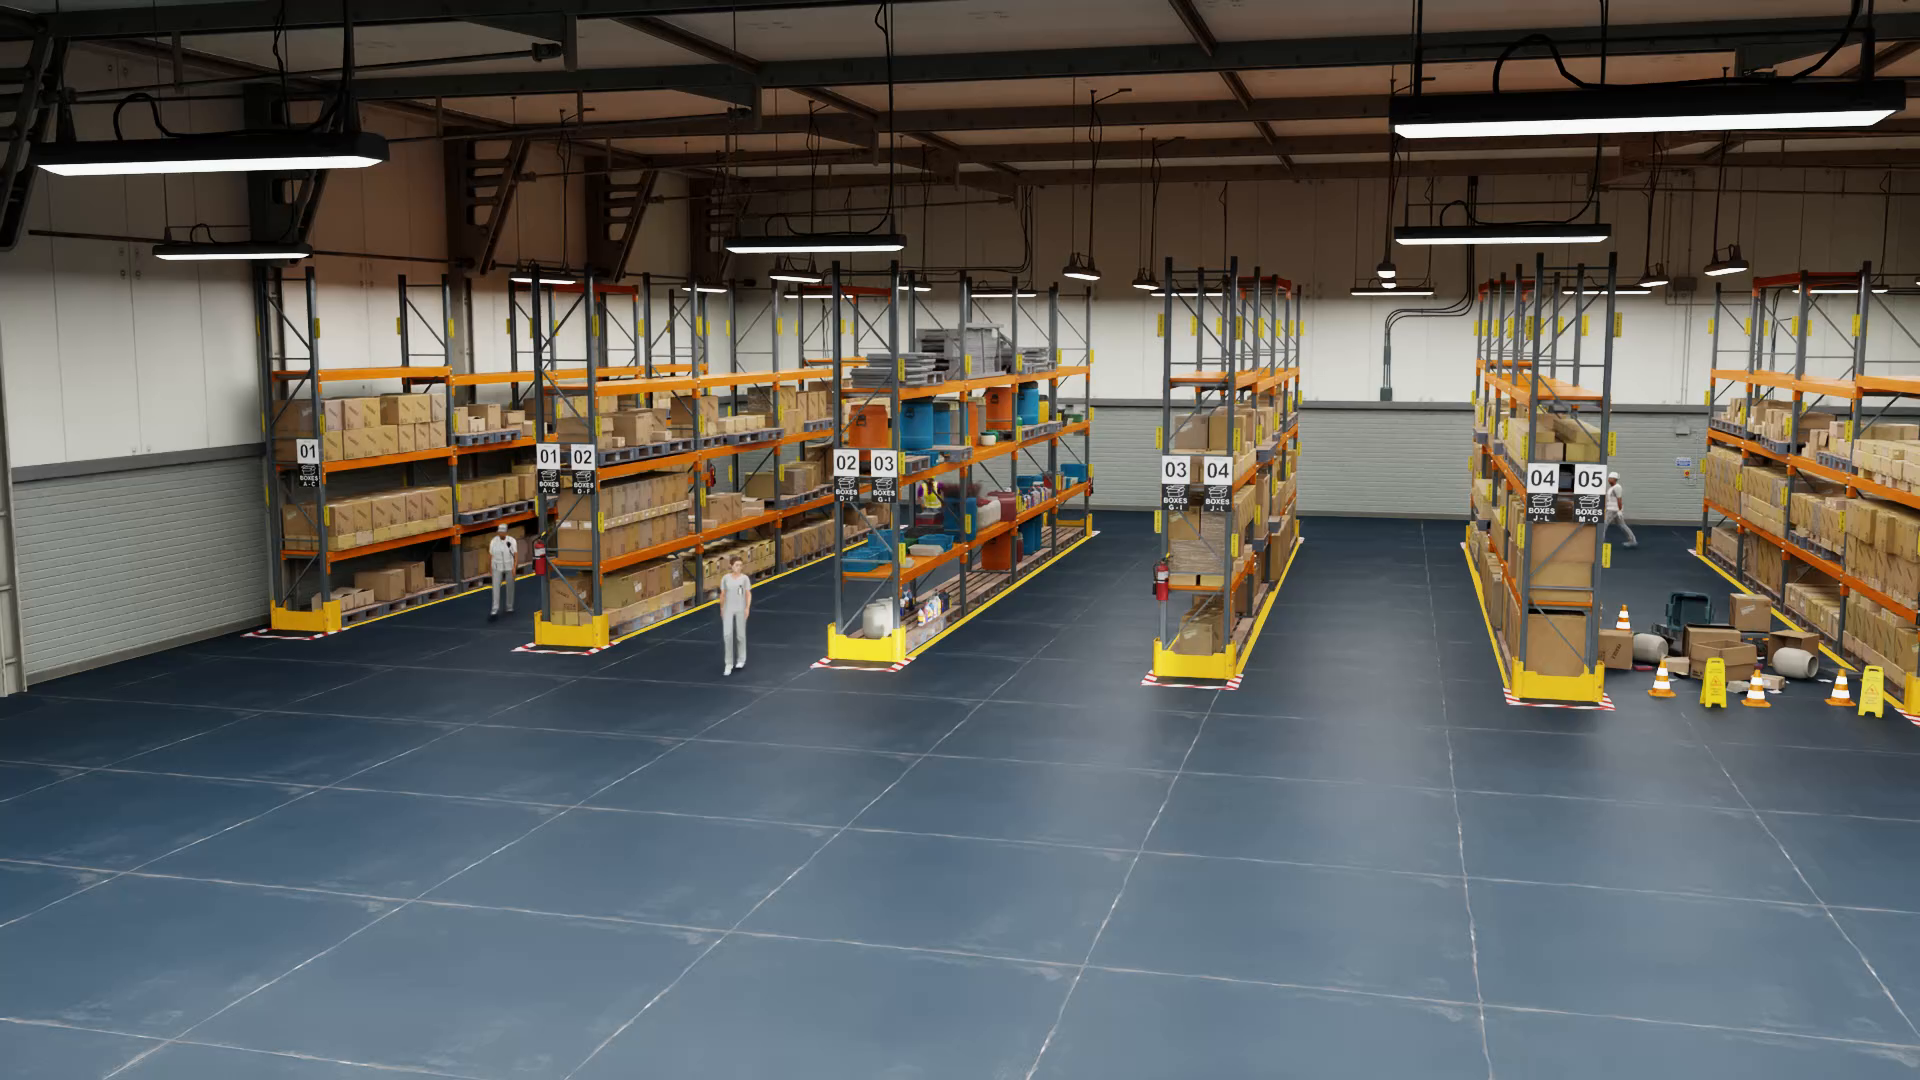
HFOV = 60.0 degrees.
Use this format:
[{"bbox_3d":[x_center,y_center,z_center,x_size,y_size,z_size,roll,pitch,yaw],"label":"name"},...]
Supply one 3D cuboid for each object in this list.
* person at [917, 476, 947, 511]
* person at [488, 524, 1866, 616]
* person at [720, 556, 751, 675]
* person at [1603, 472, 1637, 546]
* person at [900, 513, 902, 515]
[{"bbox_3d":[-0.641,-0.773,39.073,0.712,1.659,0.721,3,8,22],"label":"person"},{"bbox_3d":[2.779,0.626,26.849,19.769,1.915,11.570,-2,8,-17],"label":"person"},{"bbox_3d":[-3.294,1.095,24.420,0.462,1.687,0.690,-1,7,-8],"label":"person"},{"bbox_3d":[14.973,-0.695,38.123,1.087,1.734,0.516,4,8,29],"label":"person"},{"bbox_3d":[-1.937,-1.461,44.776,1.085,1.576,0.435,4,9,31],"label":"person"}]
